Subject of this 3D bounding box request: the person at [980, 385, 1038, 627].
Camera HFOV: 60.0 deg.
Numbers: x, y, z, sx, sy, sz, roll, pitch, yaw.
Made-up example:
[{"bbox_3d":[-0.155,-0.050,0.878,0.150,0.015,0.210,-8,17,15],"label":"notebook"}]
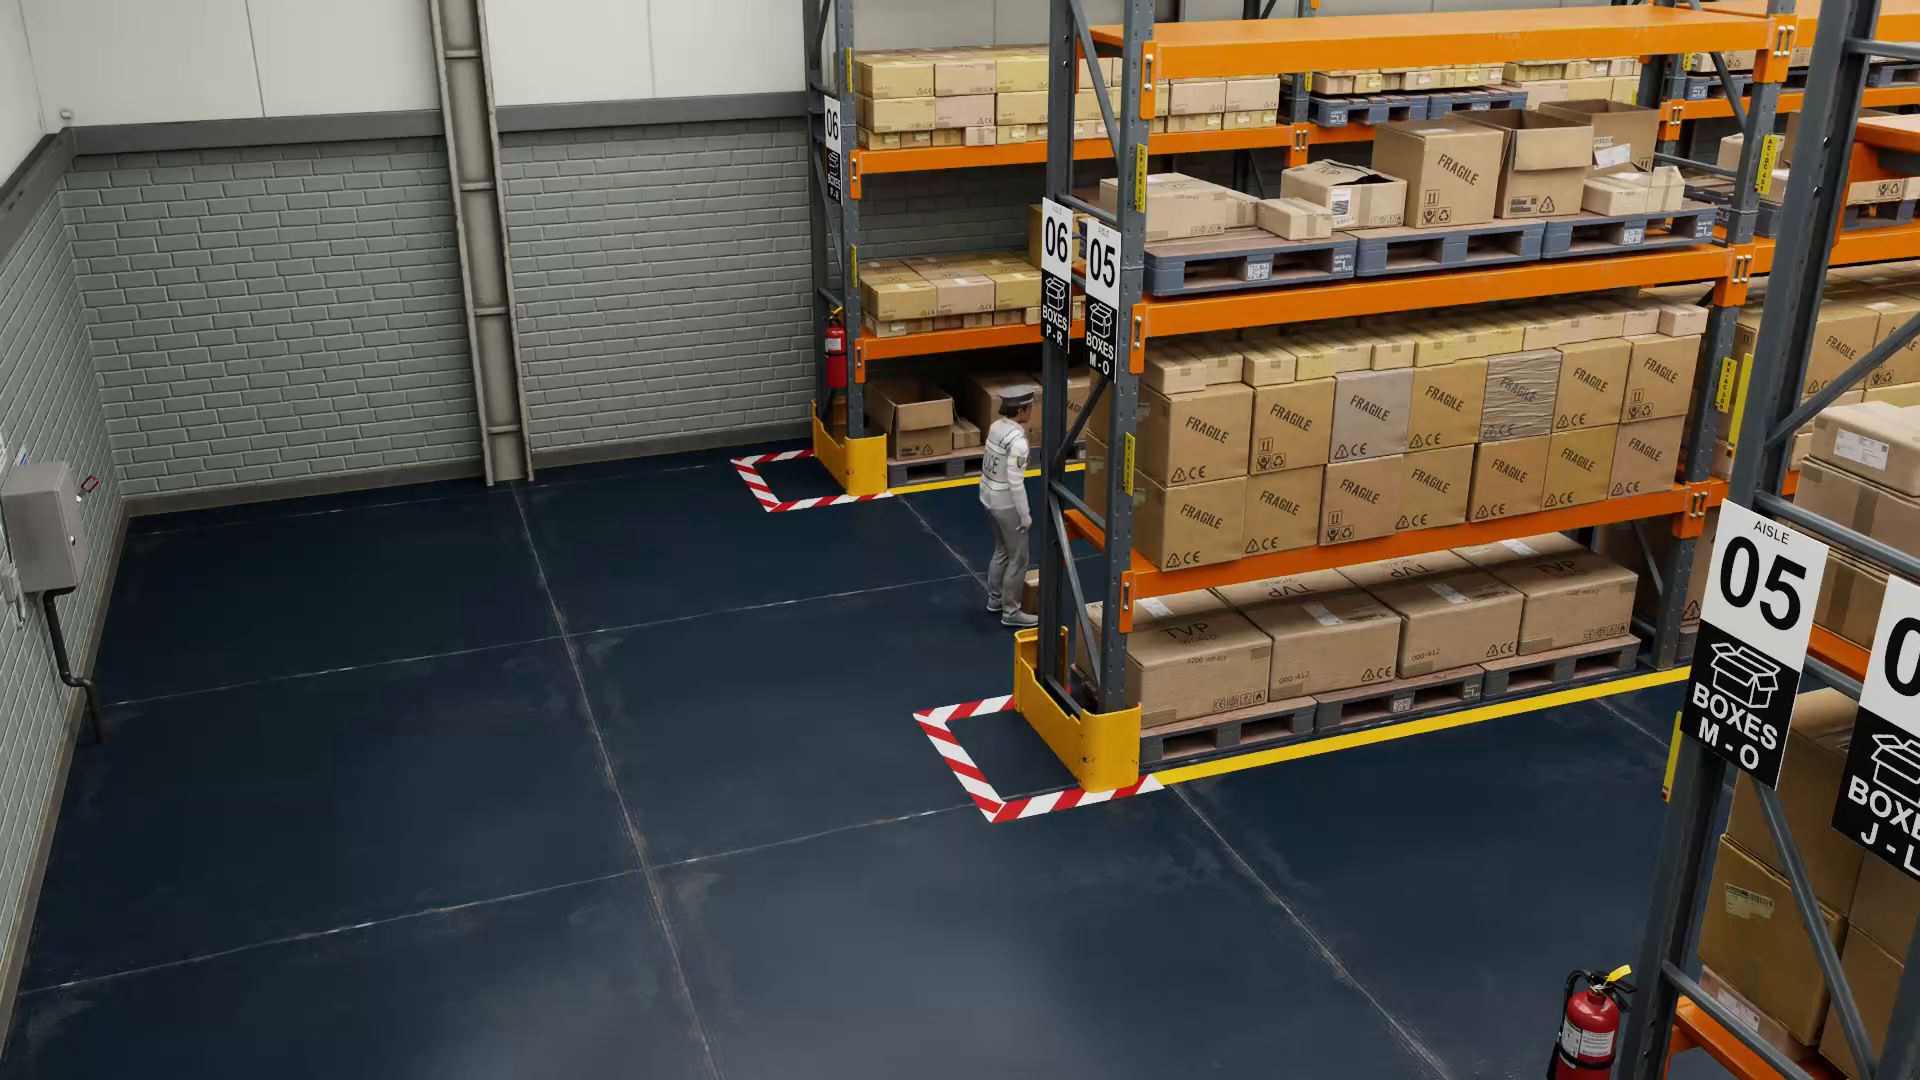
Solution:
[{"bbox_3d":[0.337,-0.240,11.386,0.374,1.663,0.529,-8,24,-19],"label":"person"}]
